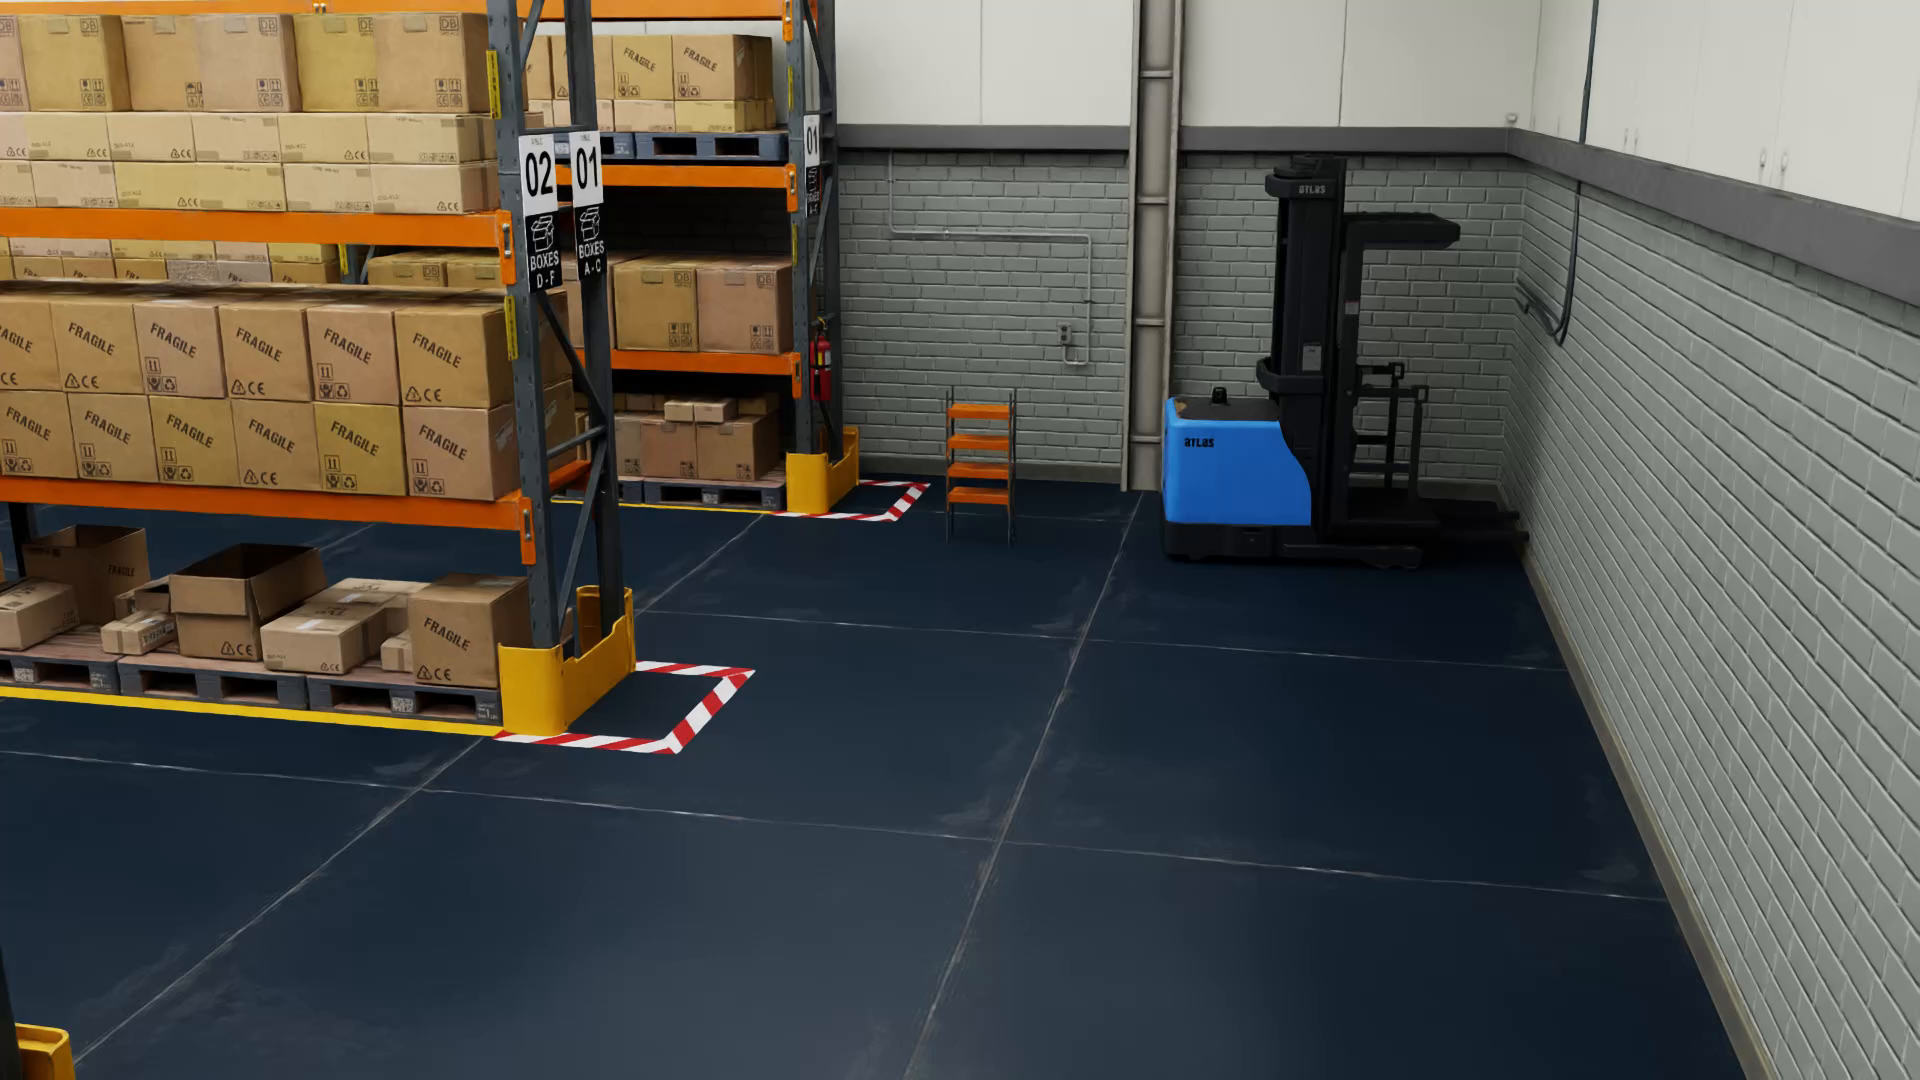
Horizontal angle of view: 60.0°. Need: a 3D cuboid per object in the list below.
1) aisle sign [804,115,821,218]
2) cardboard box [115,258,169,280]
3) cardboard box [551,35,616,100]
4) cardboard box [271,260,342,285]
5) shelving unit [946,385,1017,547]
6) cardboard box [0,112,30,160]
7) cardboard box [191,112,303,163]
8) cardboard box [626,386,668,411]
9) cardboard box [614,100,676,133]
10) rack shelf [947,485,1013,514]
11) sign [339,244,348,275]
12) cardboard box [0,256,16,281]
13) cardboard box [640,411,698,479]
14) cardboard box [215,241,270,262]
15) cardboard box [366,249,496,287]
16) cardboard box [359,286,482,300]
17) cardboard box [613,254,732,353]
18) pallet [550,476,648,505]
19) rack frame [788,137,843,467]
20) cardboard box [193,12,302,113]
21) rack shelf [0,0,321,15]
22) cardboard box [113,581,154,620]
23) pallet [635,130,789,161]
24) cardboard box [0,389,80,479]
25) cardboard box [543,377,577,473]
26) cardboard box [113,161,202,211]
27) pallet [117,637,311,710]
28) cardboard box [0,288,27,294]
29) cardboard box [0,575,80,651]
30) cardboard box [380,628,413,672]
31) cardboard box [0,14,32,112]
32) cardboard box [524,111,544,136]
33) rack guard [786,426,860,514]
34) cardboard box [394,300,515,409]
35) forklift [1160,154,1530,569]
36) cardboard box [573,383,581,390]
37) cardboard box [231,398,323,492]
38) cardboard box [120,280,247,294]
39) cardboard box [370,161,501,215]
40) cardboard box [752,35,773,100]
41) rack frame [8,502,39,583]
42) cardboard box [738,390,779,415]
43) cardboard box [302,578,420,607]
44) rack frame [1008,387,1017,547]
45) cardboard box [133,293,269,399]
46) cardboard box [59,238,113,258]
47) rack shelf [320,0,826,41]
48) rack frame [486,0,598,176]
[{"bbox_3d":[-1.181,-2.990,13.299,0.004,0.787,0.394,3,16,11],"label":"aisle sign"},{"bbox_3d":[-7.097,-2.271,14.790,0.500,0.500,0.500,4,16,13],"label":"cardboard box"},{"bbox_3d":[-2.964,-3.828,13.474,0.500,0.500,0.500,2,16,9],"label":"cardboard box"},{"bbox_3d":[-5.614,-2.192,14.506,0.500,0.500,0.500,3,16,10],"label":"cardboard box"},{"bbox_3d":[0.162,-0.569,12.800,0.503,1.200,0.258,3,16,11],"label":"shelving unit"},{"bbox_3d":[-5.178,-2.234,9.163,0.500,0.250,0.500,3,16,11],"label":"cardboard box"},{"bbox_3d":[-3.709,-2.153,8.870,0.500,0.250,0.500,3,16,11],"label":"cardboard box"},{"bbox_3d":[-2.726,-1.240,14.532,0.250,0.149,0.380,3,16,12],"label":"cardboard box"},{"bbox_3d":[-2.472,-3.441,13.482,0.500,0.250,0.500,3,16,9],"label":"cardboard box"},{"bbox_3d":[0.162,-0.313,12.871,0.480,0.148,0.258,3,16,11],"label":"rack shelf"},{"bbox_3d":[-5.210,-2.410,14.053,0.005,0.325,0.100,3,16,11],"label":"sign"},{"bbox_3d":[-8.606,-2.354,15.088,0.500,0.500,0.500,4,16,13],"label":"cardboard box"},{"bbox_3d":[-2.388,-0.855,14.356,0.500,0.500,0.700,3,16,11],"label":"cardboard box"},{"bbox_3d":[-6.119,-2.583,14.510,0.500,0.250,0.500,3,16,12],"label":"cardboard box"},{"bbox_3d":[-4.583,-2.144,14.551,0.700,0.700,0.980,3,16,12],"label":"cardboard box"},{"bbox_3d":[-3.071,-1.172,9.544,0.500,0.500,0.500,3,16,12],"label":"cardboard box"},{"bbox_3d":[-2.409,-2.025,14.120,0.700,0.700,0.980,3,16,11],"label":"cardboard box"},{"bbox_3d":[-3.183,-0.564,14.631,1.213,0.211,1.003,3,16,11],"label":"pallet"},{"bbox_3d":[-1.192,-1.820,13.943,0.127,3.000,1.000,3,16,11],"label":"rack frame"},{"bbox_3d":[-3.666,-2.570,8.971,0.500,0.500,0.700,3,16,11],"label":"cardboard box"},{"bbox_3d":[-7.071,-4.491,14.444,4.000,0.370,1.077,3,16,11],"label":"rack shelf"},{"bbox_3d":[-5.101,0.386,10.497,0.250,0.149,0.380,3,16,11],"label":"cardboard box"},{"bbox_3d":[-1.921,-3.259,13.687,1.213,0.211,1.003,3,16,11],"label":"pallet"},{"bbox_3d":[-5.147,-0.660,9.568,0.500,0.500,0.500,3,16,12],"label":"cardboard box"},{"bbox_3d":[-2.557,-0.665,9.585,0.500,0.500,0.500,3,16,12],"label":"cardboard box"},{"bbox_3d":[-4.198,-1.939,9.034,0.500,0.250,0.500,3,16,11],"label":"cardboard box"},{"bbox_3d":[-4.223,0.709,10.039,1.213,0.211,1.003,3,16,11],"label":"pallet"},{"bbox_3d":[-5.689,-1.168,9.529,0.500,0.500,0.500,4,16,13],"label":"cardboard box"},{"bbox_3d":[-5.727,0.426,10.047,0.500,0.311,0.500,3,16,11],"label":"cardboard box"},{"bbox_3d":[-3.136,0.620,9.618,0.250,0.166,0.380,3,16,11],"label":"cardboard box"},{"bbox_3d":[-5.149,-2.633,9.197,0.500,0.500,0.700,3,16,11],"label":"cardboard box"},{"bbox_3d":[-2.627,-2.233,9.161,0.500,0.250,0.500,3,16,11],"label":"cardboard box"},{"bbox_3d":[-1.168,-0.614,14.272,0.348,0.500,1.175,3,16,11],"label":"rack guard"},{"bbox_3d":[-2.666,-1.006,8.943,0.500,0.500,0.500,3,16,11],"label":"cardboard box"},{"bbox_3d":[3.066,-1.345,12.358,3.031,2.935,1.130,1,16,5],"label":"forklift"},{"bbox_3d":[-3.479,-1.281,14.678,0.250,0.149,0.380,3,16,12],"label":"cardboard box"},{"bbox_3d":[-3.665,-0.579,9.277,0.500,0.500,0.500,3,16,12],"label":"cardboard box"},{"bbox_3d":[-4.551,-1.254,9.840,0.500,0.500,0.500,3,16,12],"label":"cardboard box"},{"bbox_3d":[-2.731,-1.855,8.733,0.500,0.250,0.500,3,16,11],"label":"cardboard box"},{"bbox_3d":[-1.859,-3.907,13.761,0.500,0.500,0.500,2,16,9],"label":"cardboard box"},{"bbox_3d":[-6.095,-0.737,10.032,0.127,3.000,1.000,3,16,11],"label":"rack frame"},{"bbox_3d":[-1.735,-1.187,14.339,0.250,0.149,0.380,3,16,11],"label":"cardboard box"},{"bbox_3d":[-3.631,0.433,10.137,0.500,0.250,0.500,3,16,11],"label":"cardboard box"},{"bbox_3d":[0.401,-0.556,12.753,0.015,1.200,0.240,3,16,11],"label":"rack frame"},{"bbox_3d":[-4.174,-1.086,9.233,0.500,0.500,0.500,4,16,13],"label":"cardboard box"},{"bbox_3d":[-7.620,-2.662,14.798,0.500,0.250,0.500,3,16,11],"label":"cardboard box"},{"bbox_3d":[-3.152,-4.278,13.675,4.000,0.370,1.077,3,16,11],"label":"rack shelf"},{"bbox_3d":[-2.175,-3.415,8.463,0.127,3.000,1.000,3,16,11],"label":"rack frame"}]
